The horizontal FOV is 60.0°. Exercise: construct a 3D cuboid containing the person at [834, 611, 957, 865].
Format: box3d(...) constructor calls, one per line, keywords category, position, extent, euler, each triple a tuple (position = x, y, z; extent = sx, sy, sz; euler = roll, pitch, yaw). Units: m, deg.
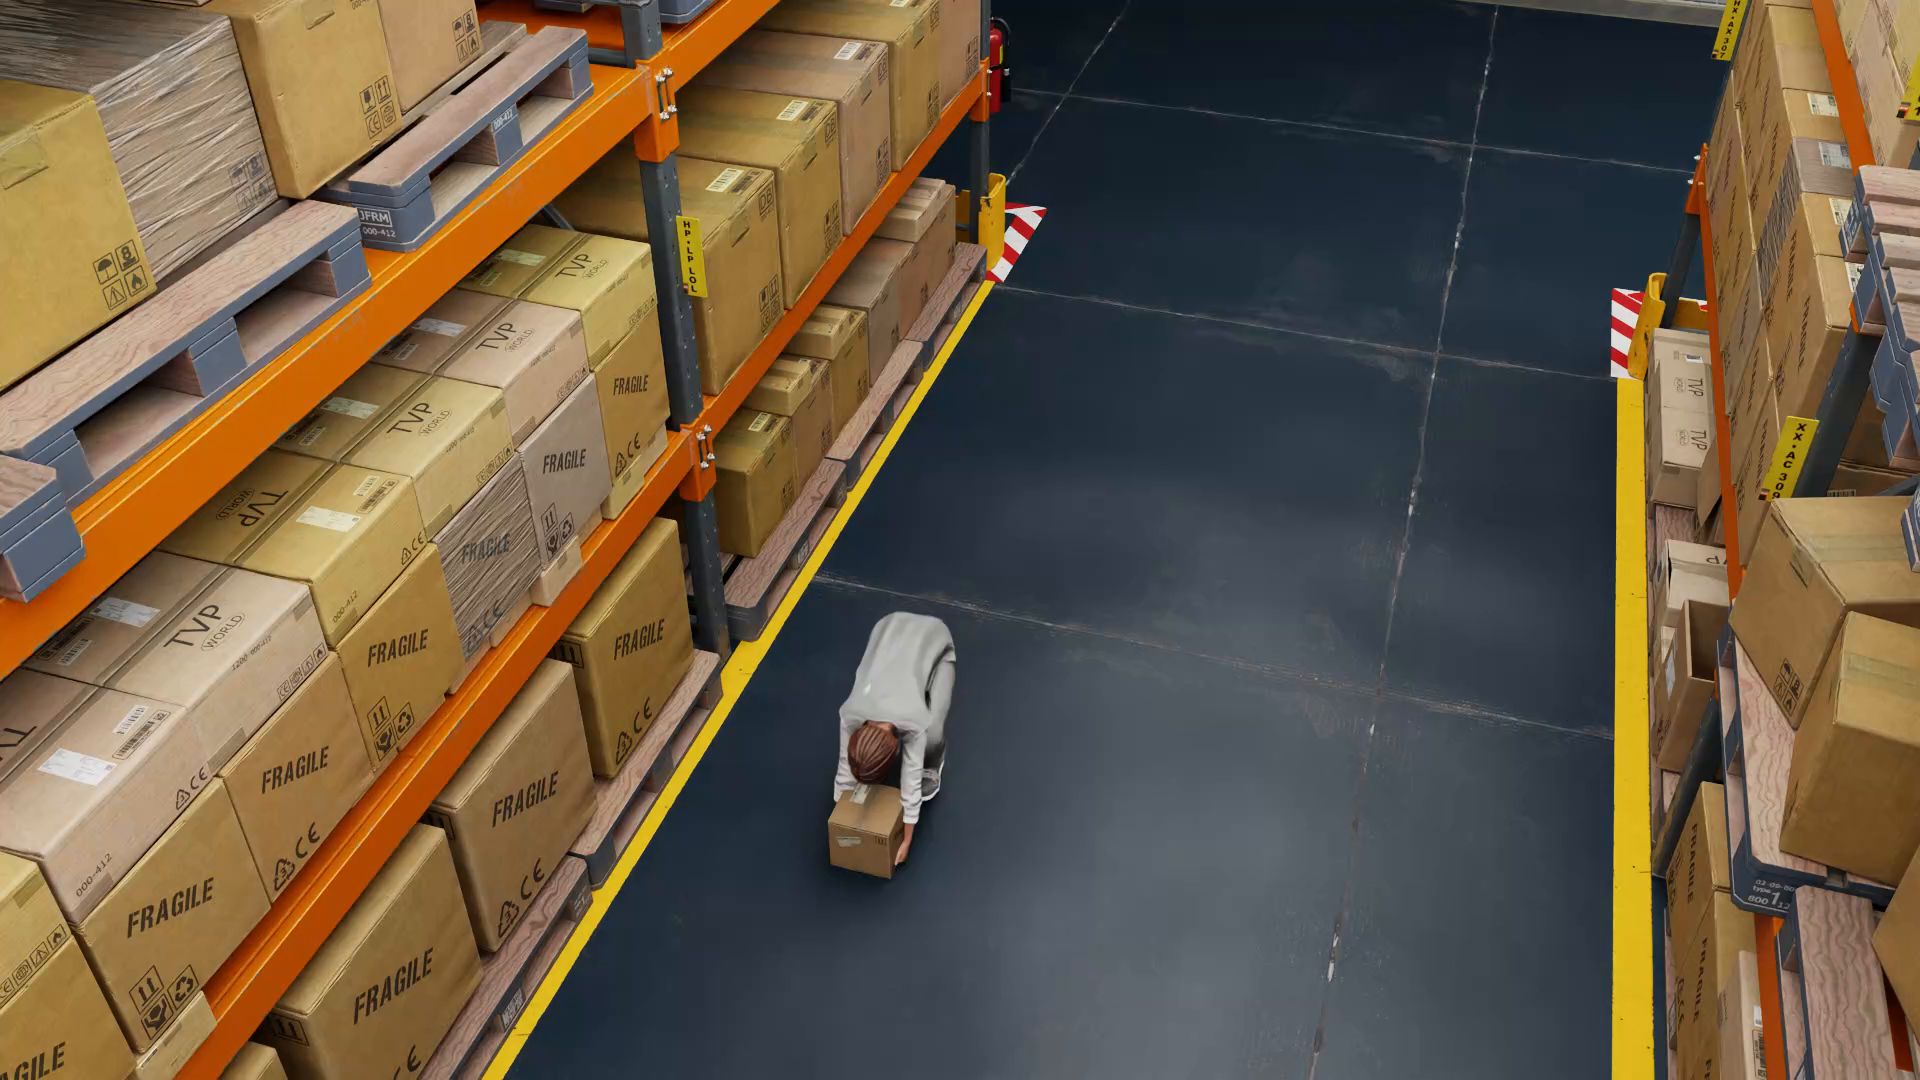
box3d(category="person", position=(-0.259, 0.760, 6.624), extent=(0.421, 0.768, 0.872), euler=(10, 39, 13))
